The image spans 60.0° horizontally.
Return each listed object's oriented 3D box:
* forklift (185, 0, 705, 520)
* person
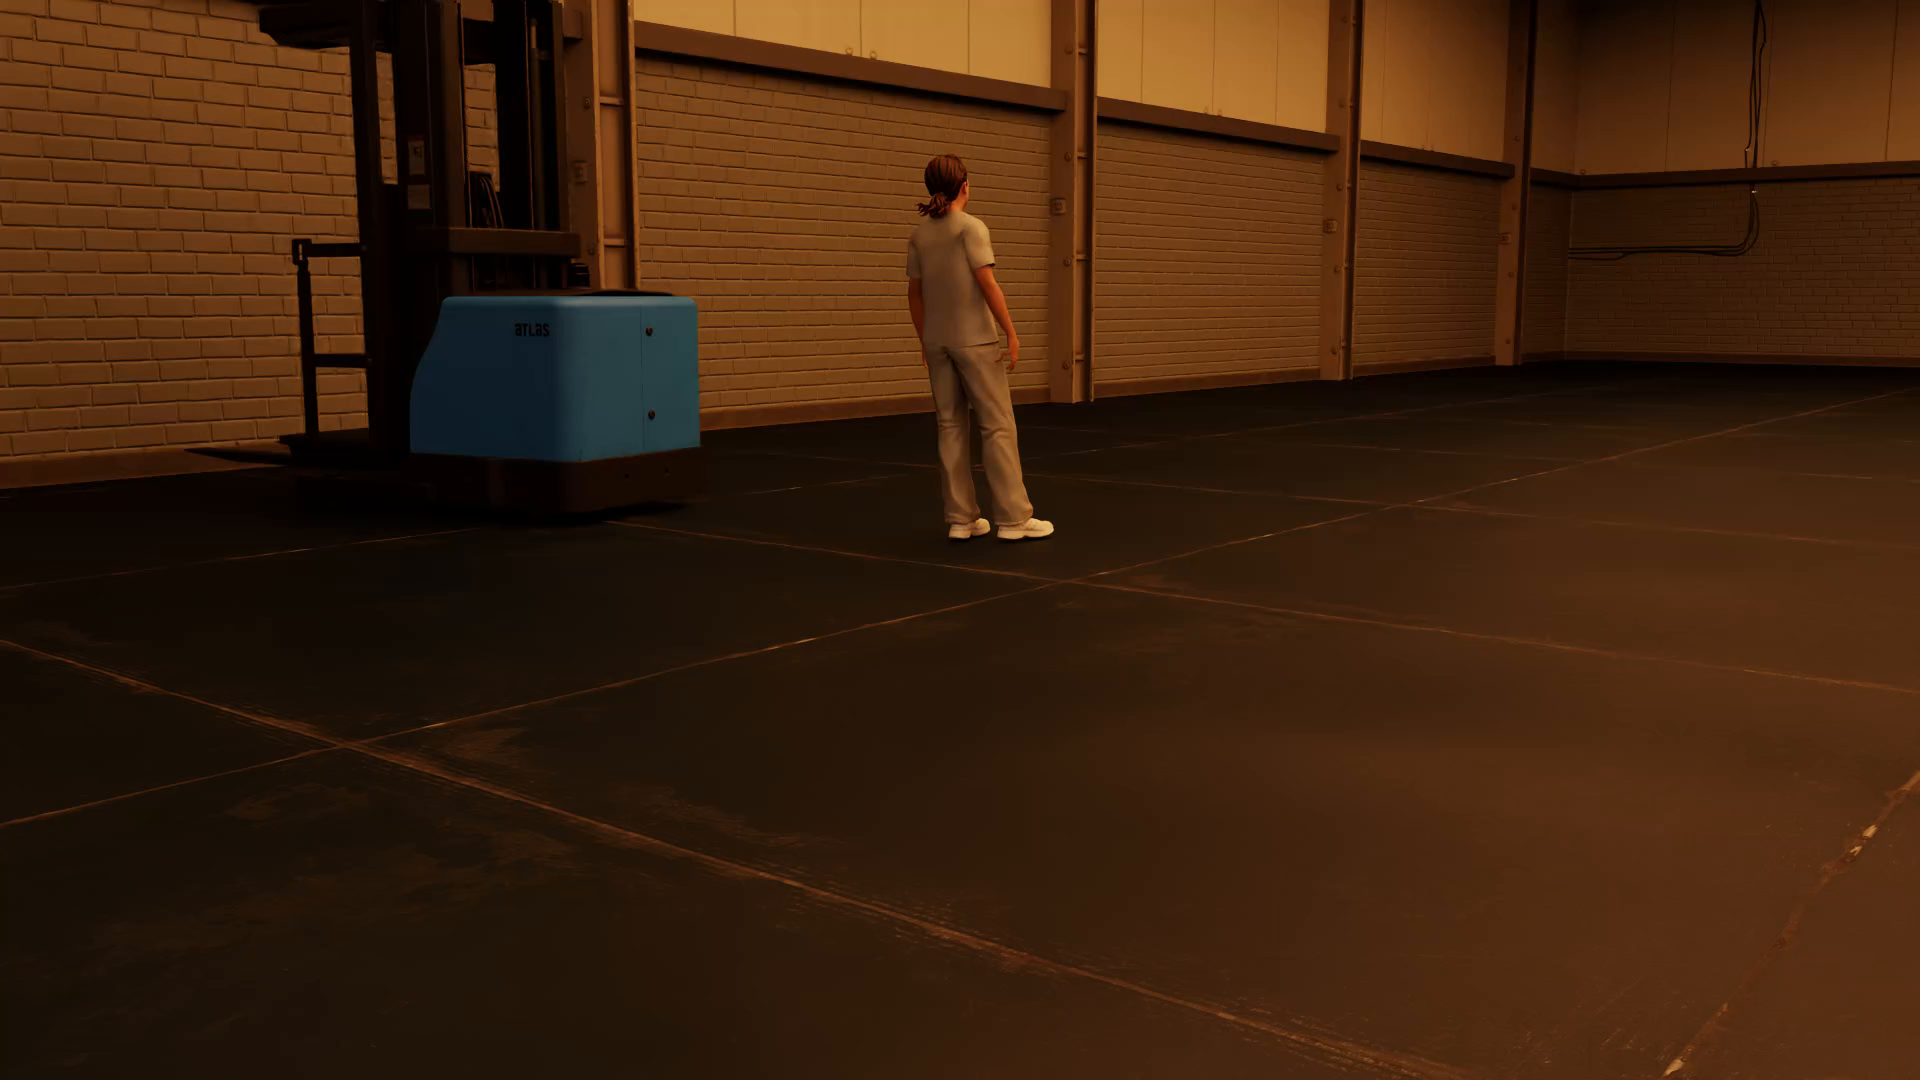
[{"bbox_3d":[-2.862,-1.671,8.704,3.031,2.935,1.130,5,9,29],"label":"forklift"},{"bbox_3d":[0.057,-0.843,7.331,0.550,1.673,0.548,7,11,38],"label":"person"}]
